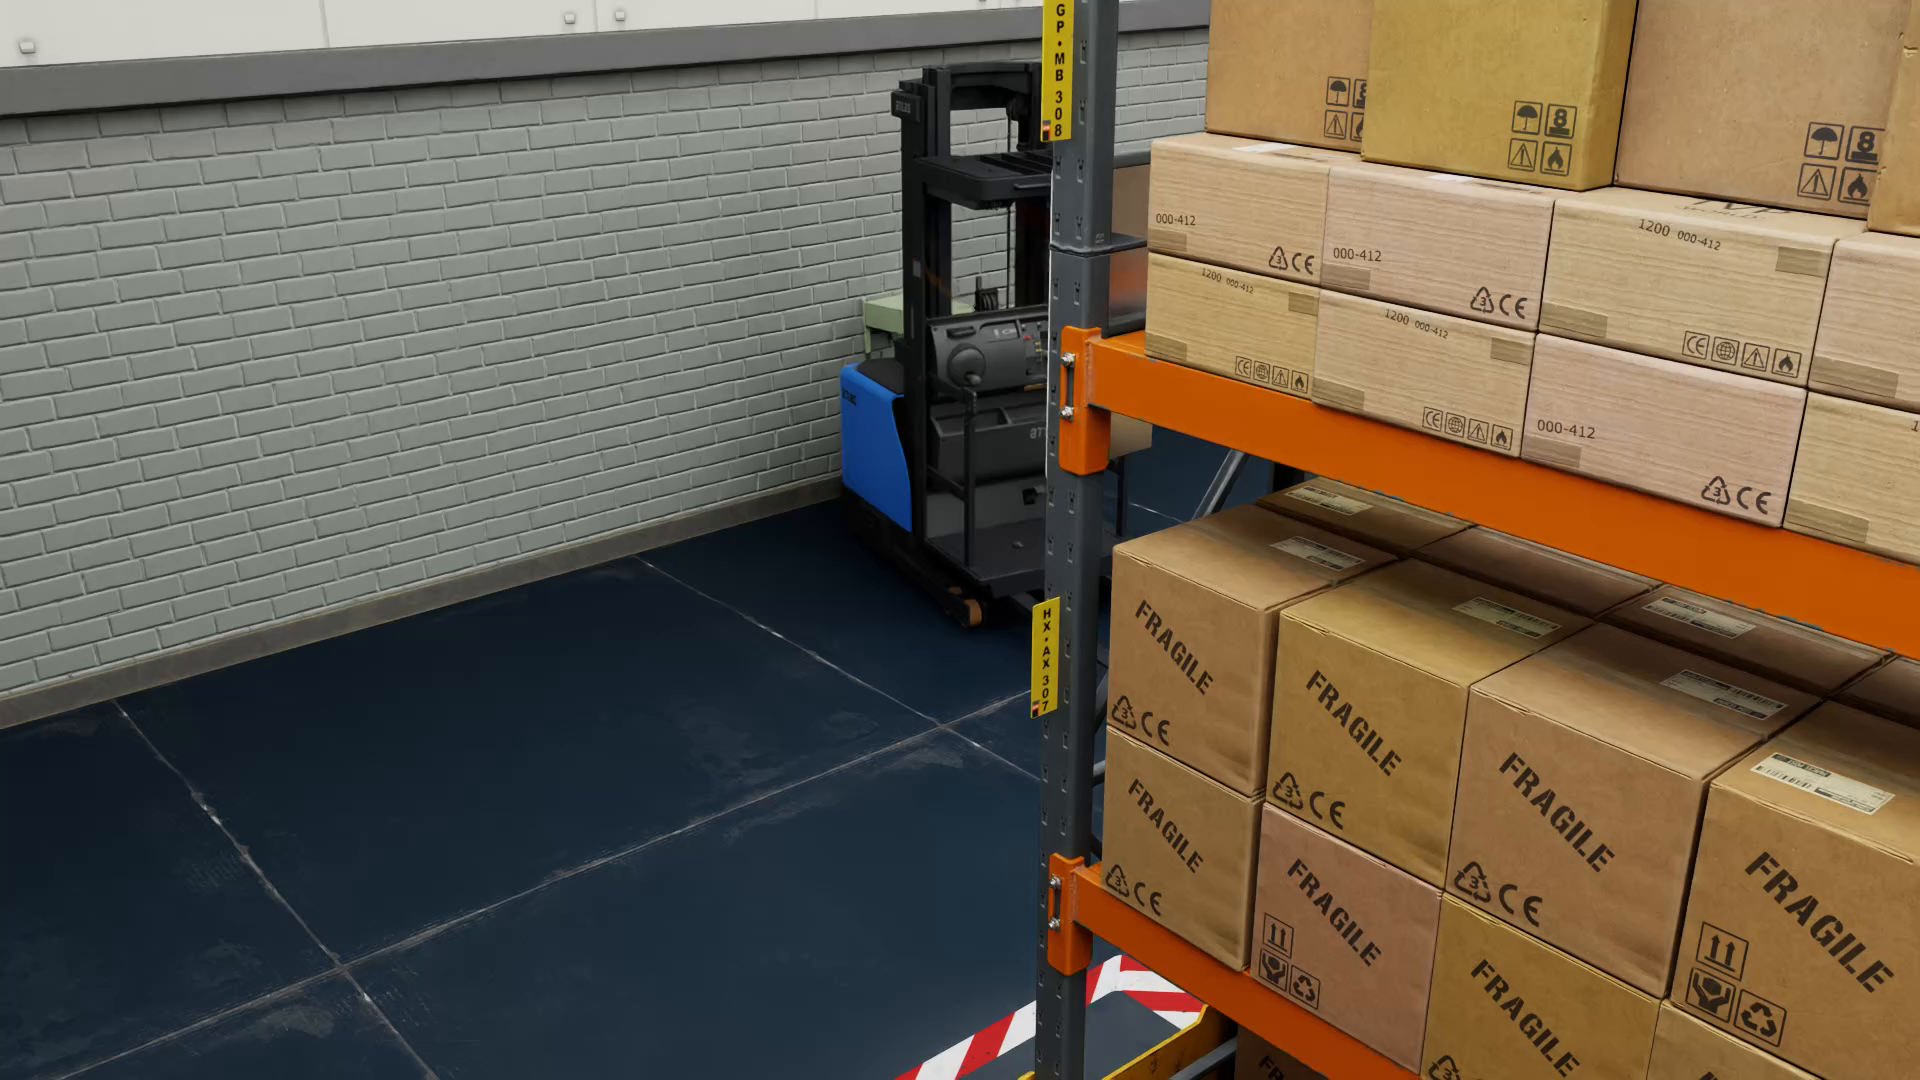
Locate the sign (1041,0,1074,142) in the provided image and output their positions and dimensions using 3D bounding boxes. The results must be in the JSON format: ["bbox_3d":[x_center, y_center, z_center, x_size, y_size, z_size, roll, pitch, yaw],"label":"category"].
[{"bbox_3d":[0.227,-1.089,3.841,0.100,0.325,0.005,-17,27,-37],"label":"sign"}]

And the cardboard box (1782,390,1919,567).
[{"bbox_3d":[1.757,-0.124,2.779,0.500,0.250,0.500,-17,27,-37],"label":"cardboard box"}]

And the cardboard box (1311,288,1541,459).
[{"bbox_3d":[1.098,-0.398,3.480,0.500,0.250,0.500,-17,27,-37],"label":"cardboard box"}]

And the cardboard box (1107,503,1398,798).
[{"bbox_3d":[0.728,0.258,4.203,0.500,0.500,0.500,-16,27,-36],"label":"cardboard box"}]

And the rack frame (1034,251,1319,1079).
[{"bbox_3d":[0.638,0.585,4.877,1.000,3.000,0.127,-17,27,-37],"label":"rack frame"}]

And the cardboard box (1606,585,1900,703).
[{"bbox_3d":[1.810,0.412,3.811,0.500,0.500,0.500,-17,27,-36],"label":"cardboard box"}]

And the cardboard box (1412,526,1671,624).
[{"bbox_3d":[1.468,0.270,4.174,0.500,0.500,0.500,-17,27,-36],"label":"cardboard box"}]

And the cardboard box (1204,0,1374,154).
[{"bbox_3d":[0.986,-1.186,3.777,0.700,0.500,0.500,-17,27,-37],"label":"cardboard box"}]

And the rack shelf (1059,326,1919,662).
[{"bbox_3d":[1.944,0.076,3.050,1.077,0.370,4.000,-17,27,-37],"label":"rack shelf"}]

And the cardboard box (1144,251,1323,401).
[{"bbox_3d":[0.781,-0.539,3.840,0.500,0.250,0.500,-17,27,-37],"label":"cardboard box"}]

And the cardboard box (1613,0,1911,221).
[{"bbox_3d":[1.656,-0.915,3.085,0.700,0.500,0.500,-17,27,-37],"label":"cardboard box"}]

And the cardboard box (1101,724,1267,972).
[{"bbox_3d":[0.728,0.724,4.386,0.500,0.500,0.500,-17,27,-36],"label":"cardboard box"}]

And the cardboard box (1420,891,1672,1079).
[{"bbox_3d":[1.395,1.005,3.669,0.500,0.500,0.500,-18,27,-38],"label":"cardboard box"}]

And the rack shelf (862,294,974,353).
[{"bbox_3d":[-0.246,-1.384,10.854,0.431,0.370,0.720,-19,26,-37],"label":"rack shelf"}]

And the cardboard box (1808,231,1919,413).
[{"bbox_3d":[1.752,-0.355,2.685,0.500,0.250,0.500,-17,27,-37],"label":"cardboard box"}]

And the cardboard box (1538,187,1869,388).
[{"bbox_3d":[1.429,-0.494,3.040,0.500,0.250,0.500,-17,27,-37],"label":"cardboard box"}]

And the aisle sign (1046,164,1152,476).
[{"bbox_3d":[0.371,-0.574,4.273,0.394,0.787,0.004,-17,27,-37],"label":"aisle sign"}]

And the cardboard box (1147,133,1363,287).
[{"bbox_3d":[0.777,-0.771,3.746,0.500,0.250,0.500,-17,27,-37],"label":"cardboard box"}]

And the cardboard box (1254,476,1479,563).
[{"bbox_3d":[1.137,0.131,4.530,0.500,0.500,0.500,-18,28,-38],"label":"cardboard box"}]

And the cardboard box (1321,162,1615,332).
[{"bbox_3d":[1.098,-0.631,3.389,0.500,0.250,0.500,-17,27,-37],"label":"cardboard box"}]

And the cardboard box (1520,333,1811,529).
[{"bbox_3d":[1.425,-0.260,3.128,0.500,0.250,0.500,-17,27,-37],"label":"cardboard box"}]

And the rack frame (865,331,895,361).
[{"bbox_3d":[-0.470,-1.104,11.251,0.400,1.500,0.023,-19,26,-37],"label":"rack frame"}]

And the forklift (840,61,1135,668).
[{"bbox_3d":[0.367,-1.059,9.169,1.130,2.935,3.031,-11,24,-25],"label":"forklift"}]

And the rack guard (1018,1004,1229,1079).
[{"bbox_3d":[0.688,1.770,5.279,1.175,0.500,0.348,-17,27,-37],"label":"rack guard"}]

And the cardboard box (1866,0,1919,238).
[{"bbox_3d":[1.912,-0.754,2.676,0.700,0.500,0.500,-17,27,-37],"label":"cardboard box"}]

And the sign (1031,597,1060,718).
[{"bbox_3d":[0.227,0.311,4.389,0.100,0.325,0.005,-17,27,-37],"label":"sign"}]

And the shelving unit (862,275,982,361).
[{"bbox_3d":[-0.231,-1.017,10.988,0.431,1.500,0.755,-19,26,-37],"label":"shelving unit"}]

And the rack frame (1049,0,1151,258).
[{"bbox_3d":[0.638,-2.208,3.783,1.000,3.000,0.127,-17,27,-37],"label":"rack frame"}]

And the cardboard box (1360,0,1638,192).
[{"bbox_3d":[1.248,-1.027,3.373,0.700,0.500,0.500,-17,27,-37],"label":"cardboard box"}]

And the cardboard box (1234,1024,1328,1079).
[{"bbox_3d":[1.180,1.636,5.019,0.500,0.500,0.500,-17,27,-37],"label":"cardboard box"}]

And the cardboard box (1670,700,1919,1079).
[{"bbox_3d":[1.730,0.681,3.125,0.500,0.500,0.500,-18,28,-38],"label":"cardboard box"}]

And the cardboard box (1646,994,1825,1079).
[{"bbox_3d":[1.720,1.143,3.315,0.500,0.500,0.500,-17,27,-37],"label":"cardboard box"}]

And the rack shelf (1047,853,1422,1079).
[{"bbox_3d":[1.944,1.473,3.597,1.077,0.370,4.000,-17,27,-37],"label":"rack shelf"}]

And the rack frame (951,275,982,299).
[{"bbox_3d":[0.008,-0.931,10.725,0.400,1.500,0.023,-19,26,-37],"label":"rack frame"}]

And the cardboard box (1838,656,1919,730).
[{"bbox_3d":[2.145,0.554,3.449,0.500,0.500,0.500,-16,27,-36],"label":"cardboard box"}]

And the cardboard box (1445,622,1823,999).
[{"bbox_3d":[1.398,0.540,3.483,0.500,0.500,0.500,-17,27,-37],"label":"cardboard box"}]

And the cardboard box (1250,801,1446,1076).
[{"bbox_3d":[1.069,0.865,4.025,0.500,0.500,0.500,-18,28,-38],"label":"cardboard box"}]

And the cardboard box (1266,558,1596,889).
[{"bbox_3d":[1.075,0.401,3.839,0.500,0.500,0.500,-17,27,-37],"label":"cardboard box"}]
